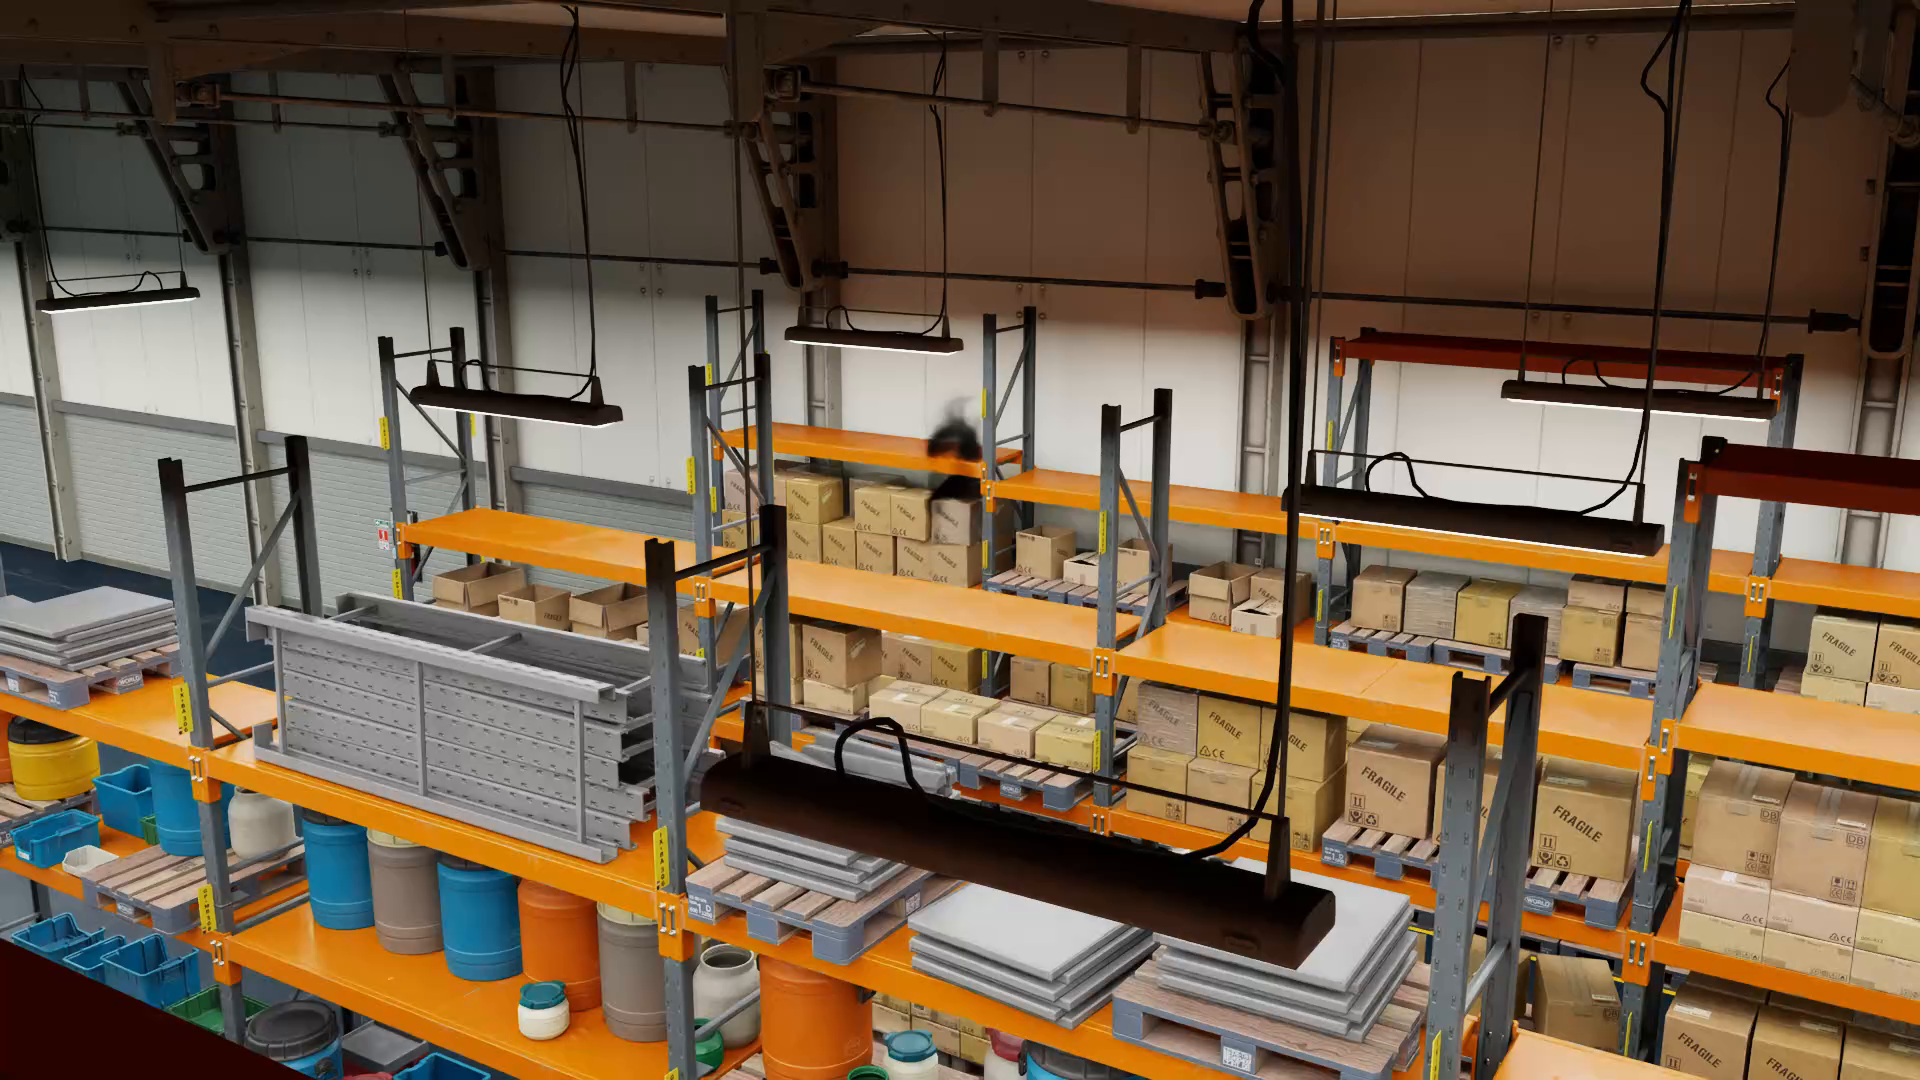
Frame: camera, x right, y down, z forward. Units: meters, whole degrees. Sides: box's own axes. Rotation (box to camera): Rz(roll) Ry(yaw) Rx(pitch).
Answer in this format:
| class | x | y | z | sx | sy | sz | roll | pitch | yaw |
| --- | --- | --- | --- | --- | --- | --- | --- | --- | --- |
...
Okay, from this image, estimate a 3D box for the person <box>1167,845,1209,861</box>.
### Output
| class | x | y | z | sx | sy | sz | roll | pitch | yaw |
| --- | --- | --- | --- | --- | --- | --- | --- | --- | --- |
| person | 2.121 | 3.458 | 15.790 | 0.855 | 1.644 | 0.610 | 7 | 15 | 26 |
